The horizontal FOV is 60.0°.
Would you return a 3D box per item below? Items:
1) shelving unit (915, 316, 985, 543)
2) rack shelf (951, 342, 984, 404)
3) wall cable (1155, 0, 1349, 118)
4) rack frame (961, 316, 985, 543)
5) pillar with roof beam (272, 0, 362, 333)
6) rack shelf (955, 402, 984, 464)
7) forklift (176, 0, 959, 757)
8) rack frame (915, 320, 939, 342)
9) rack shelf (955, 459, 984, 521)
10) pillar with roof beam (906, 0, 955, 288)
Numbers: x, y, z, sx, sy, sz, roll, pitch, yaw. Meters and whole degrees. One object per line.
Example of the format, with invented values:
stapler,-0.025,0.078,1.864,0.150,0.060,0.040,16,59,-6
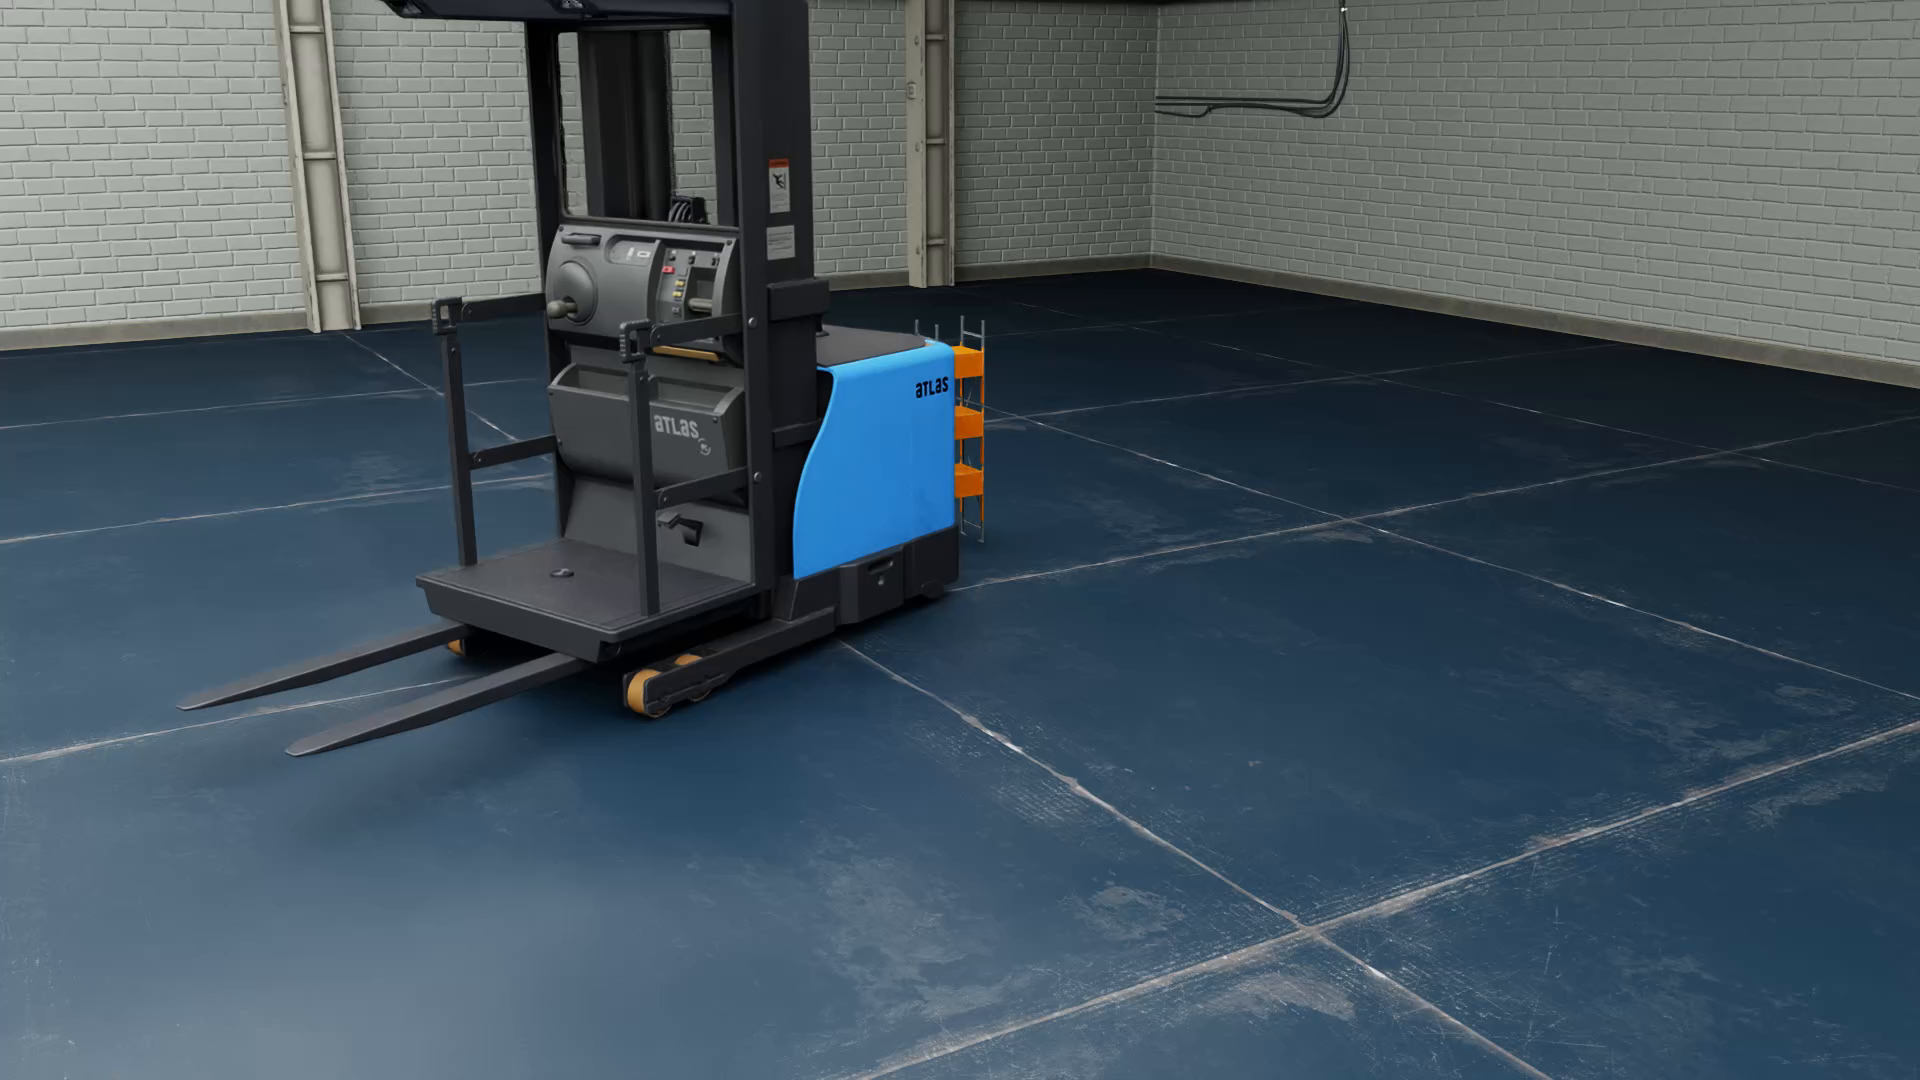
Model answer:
shelving unit,-0.046,-0.498,7.742,0.252,1.050,0.215,-9,18,-30
rack shelf,-0.046,-0.761,7.668,0.240,0.259,0.215,-9,18,-30
wall cable,2.906,-5.615,17.023,0.112,2.526,3.097,-9,18,-30
rack frame,0.059,-0.515,7.802,0.008,1.050,0.200,-9,18,-30
pillar with roof beam,-3.226,-5.177,9.706,0.400,9.000,9.100,-9,18,-30
rack shelf,-0.046,-0.488,7.744,0.240,0.259,0.215,-9,18,-30
forklift,-1.292,-0.948,5.863,1.130,2.935,3.031,11,19,35
rack frame,-0.150,-0.481,7.681,0.008,1.050,0.200,-9,18,-30
rack shelf,-0.046,-0.220,7.819,0.240,0.259,0.215,-9,18,-30
pillar with roof beam,1.917,-6.011,12.681,0.400,9.000,9.100,-9,18,-30
